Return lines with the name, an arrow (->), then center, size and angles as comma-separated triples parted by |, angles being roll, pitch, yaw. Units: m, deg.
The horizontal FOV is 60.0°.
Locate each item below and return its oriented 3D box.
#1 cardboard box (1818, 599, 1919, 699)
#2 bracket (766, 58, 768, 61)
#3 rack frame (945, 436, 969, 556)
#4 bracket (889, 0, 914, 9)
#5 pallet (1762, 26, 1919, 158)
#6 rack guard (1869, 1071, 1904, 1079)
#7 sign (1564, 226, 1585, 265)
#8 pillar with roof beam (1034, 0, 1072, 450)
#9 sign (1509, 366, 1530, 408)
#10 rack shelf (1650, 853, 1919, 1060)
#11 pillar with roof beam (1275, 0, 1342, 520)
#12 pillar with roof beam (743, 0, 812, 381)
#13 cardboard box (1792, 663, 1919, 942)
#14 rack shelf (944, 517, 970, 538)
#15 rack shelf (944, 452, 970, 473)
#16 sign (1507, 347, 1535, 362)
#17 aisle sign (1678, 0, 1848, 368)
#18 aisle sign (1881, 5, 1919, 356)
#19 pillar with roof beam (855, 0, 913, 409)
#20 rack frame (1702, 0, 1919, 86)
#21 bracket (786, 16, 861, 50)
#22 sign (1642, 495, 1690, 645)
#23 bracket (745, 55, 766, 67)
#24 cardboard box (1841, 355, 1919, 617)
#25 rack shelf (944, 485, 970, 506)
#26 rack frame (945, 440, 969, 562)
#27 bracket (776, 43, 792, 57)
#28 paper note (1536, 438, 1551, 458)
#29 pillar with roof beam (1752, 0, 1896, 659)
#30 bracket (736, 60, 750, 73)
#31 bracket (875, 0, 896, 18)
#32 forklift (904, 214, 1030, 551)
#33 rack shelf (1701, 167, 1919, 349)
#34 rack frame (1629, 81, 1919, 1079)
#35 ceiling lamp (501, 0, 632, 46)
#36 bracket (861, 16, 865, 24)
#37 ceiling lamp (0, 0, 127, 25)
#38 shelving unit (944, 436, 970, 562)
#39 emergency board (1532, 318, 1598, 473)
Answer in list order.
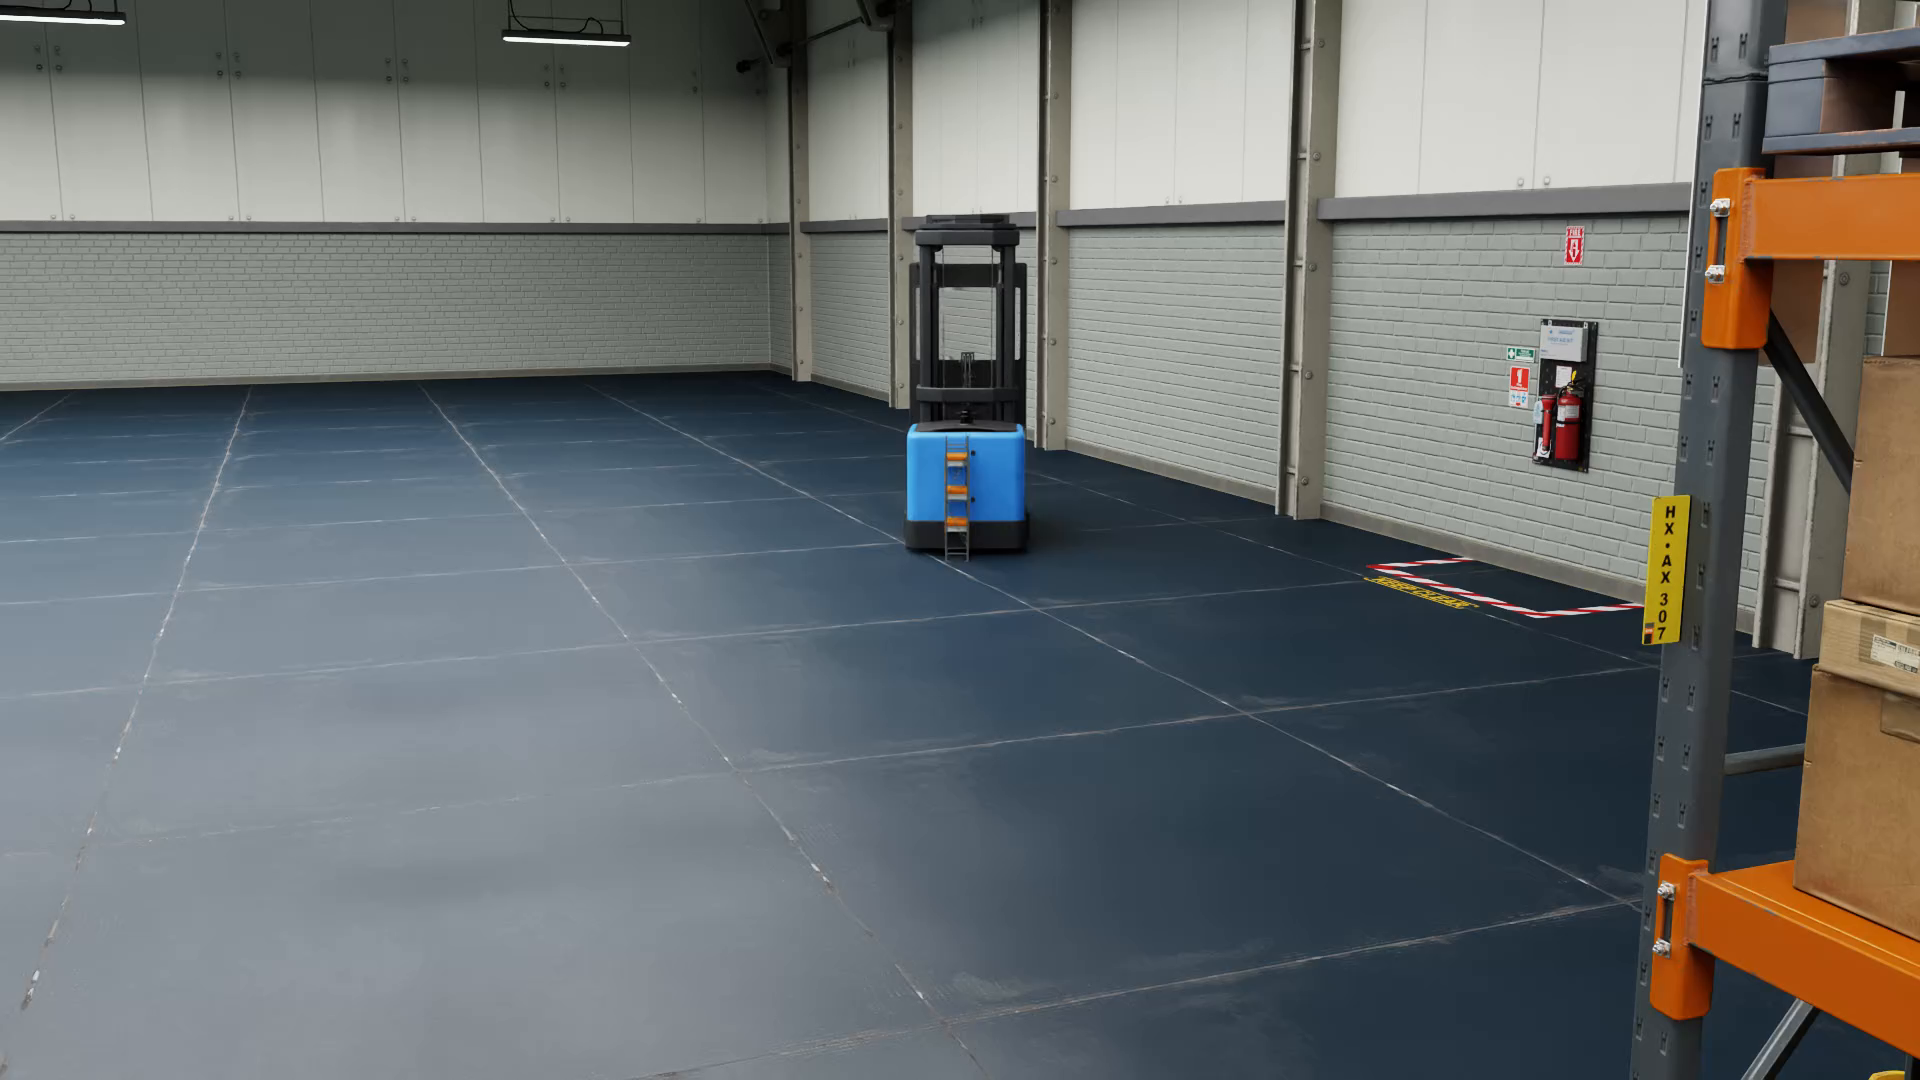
cardboard box -> 1.996, 0.206, 3.389 | 0.380, 0.149, 0.250 | -4, 11, -21
bracket -> -3.622, -9.427, 32.271 | 0.235, 0.232, 0.430 | -4, 11, -21
rack frame -> -0.026, -0.376, 14.322 | 0.200, 1.050, 0.008 | 0, 12, 0
bracket -> -0.213, -7.891, 23.639 | 0.076, 0.066, 4.783 | -4, 11, -21
pallet -> 2.287, -0.819, 2.978 | 1.003, 0.211, 1.213 | -4, 11, -21
rack guard -> 2.046, 1.724, 4.132 | 1.175, 0.500, 0.348 | -4, 11, -21
sign -> 4.786, -2.293, 12.956 | 0.001, 0.298, 0.199 | -4, 11, -21
pillar with roof beam -> -2.805, -5.377, 19.785 | 9.100, 9.000, 0.400 | -4, 11, -21
sign -> 4.592, -1.258, 13.657 | 0.001, 0.329, 0.234 | -4, 11, -21
rack shelf -> 2.780, 1.178, 2.119 | 1.077, 0.370, 4.000 | -4, 11, -21
pillar with roof beam -> -0.630, -4.398, 14.279 | 9.100, 9.000, 0.400 | -4, 11, -21
pillar with roof beam -> -7.153, -7.336, 30.796 | 9.100, 9.000, 0.548 | -4, 11, -21
cardboard box -> 2.212, 0.525, 3.450 | 0.700, 0.500, 0.500 | -4, 11, -21
rack shelf -> -0.026, -0.069, 14.262 | 0.215, 0.259, 0.240 | 0, 12, 0
rack shelf -> -0.026, -0.618, 14.147 | 0.215, 0.259, 0.240 | 0, 12, 0
sign -> 4.585, -1.518, 13.603 | 0.001, 0.109, 0.331 | -4, 11, -21
aisle sign -> 1.746, -0.774, 3.615 | 0.394, 0.787, 0.004 | -4, 11, -21
aisle sign -> 2.305, -0.812, 3.829 | 0.394, 0.787, 0.004 | -4, 11, -21
pillar with roof beam -> -4.979, -6.357, 25.290 | 9.100, 9.000, 0.548 | -4, 11, -21
rack frame -> 2.055, -2.457, 3.366 | 1.000, 3.000, 0.127 | -4, 11, -21
bracket -> -2.388, -8.871, 29.145 | 0.076, 0.066, 4.783 | -4, 11, -21
sign -> 1.536, 0.066, 3.616 | 0.100, 0.325, 0.005 | -4, 11, -21
bracket -> -4.267, -9.717, 33.904 | 0.076, 0.066, 3.189 | -4, 11, -21
cardboard box -> 2.231, -0.105, 3.288 | 0.700, 0.500, 0.500 | -4, 11, -21
rack shelf -> -0.026, -0.341, 14.205 | 0.215, 0.259, 0.240 | 0, 12, 0
rack frame -> -0.025, -0.326, 14.084 | 0.200, 1.050, 0.008 | 0, 12, 0
bracket -> -3.321, -9.291, 31.509 | 0.235, 0.232, 0.430 | -4, 11, -21
paper note -> 4.697, -0.743, 13.380 | 0.016, 0.148, 0.142 | -4, 11, -21
pillar with roof beam -> 1.544, -3.419, 8.773 | 9.100, 9.000, 0.400 | -4, 11, -21
bracket -> -4.481, -9.813, 34.446 | 0.235, 0.232, 0.430 | -4, 11, -21
bracket -> -1.147, -8.312, 26.004 | 0.235, 0.232, 0.430 | -4, 11, -21
forklift -> 0.079, -1.564, 15.674 | 1.130, 2.935, 3.031 | 0, 10, 1
rack shelf -> 2.780, -0.299, 1.857 | 1.077, 0.370, 4.000 | -4, 11, -21
rack frame -> 2.055, 0.497, 3.892 | 1.000, 3.000, 0.127 | -4, 11, -21
ceiling lamp -> -6.364, -9.537, 26.505 | 2.000, 3.185, 0.800 | -4, 11, -21
bracket -> -1.448, -8.447, 26.765 | 0.235, 0.232, 0.430 | -4, 11, -21
ceiling lamp -> -13.205, -9.072, 23.887 | 2.000, 3.185, 0.800 | -4, 11, -21
shelving unit -> -0.026, -0.351, 14.203 | 0.215, 1.050, 0.252 | 0, 12, 0
emergency board -> 4.696, -1.144, 13.116 | 0.194, 1.169, 0.643 | -4, 11, -21
